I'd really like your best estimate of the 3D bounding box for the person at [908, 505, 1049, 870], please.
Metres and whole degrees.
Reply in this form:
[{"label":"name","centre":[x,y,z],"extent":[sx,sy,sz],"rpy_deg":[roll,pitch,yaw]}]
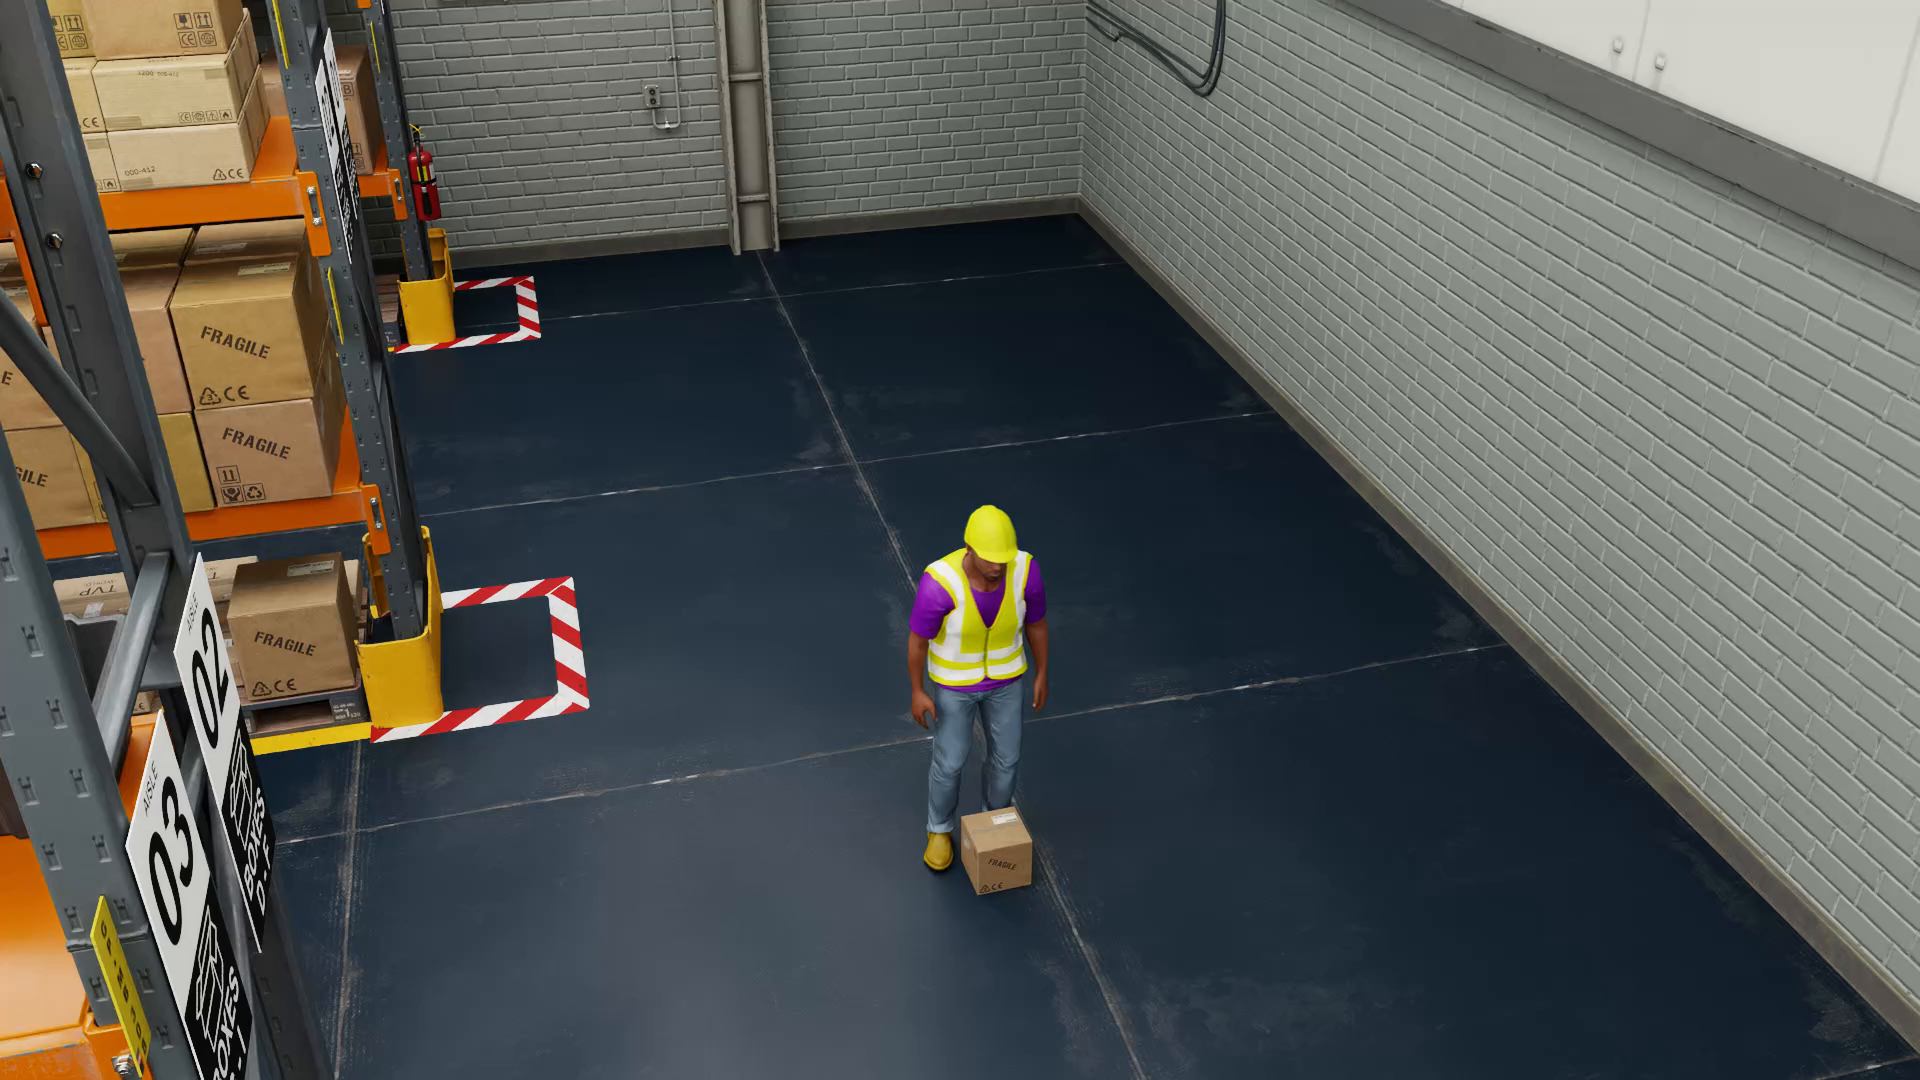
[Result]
[{"label":"person","centre":[0.088,0.614,7.162],"extent":[0.627,1.761,0.460],"rpy_deg":[-8,31,-13]}]
